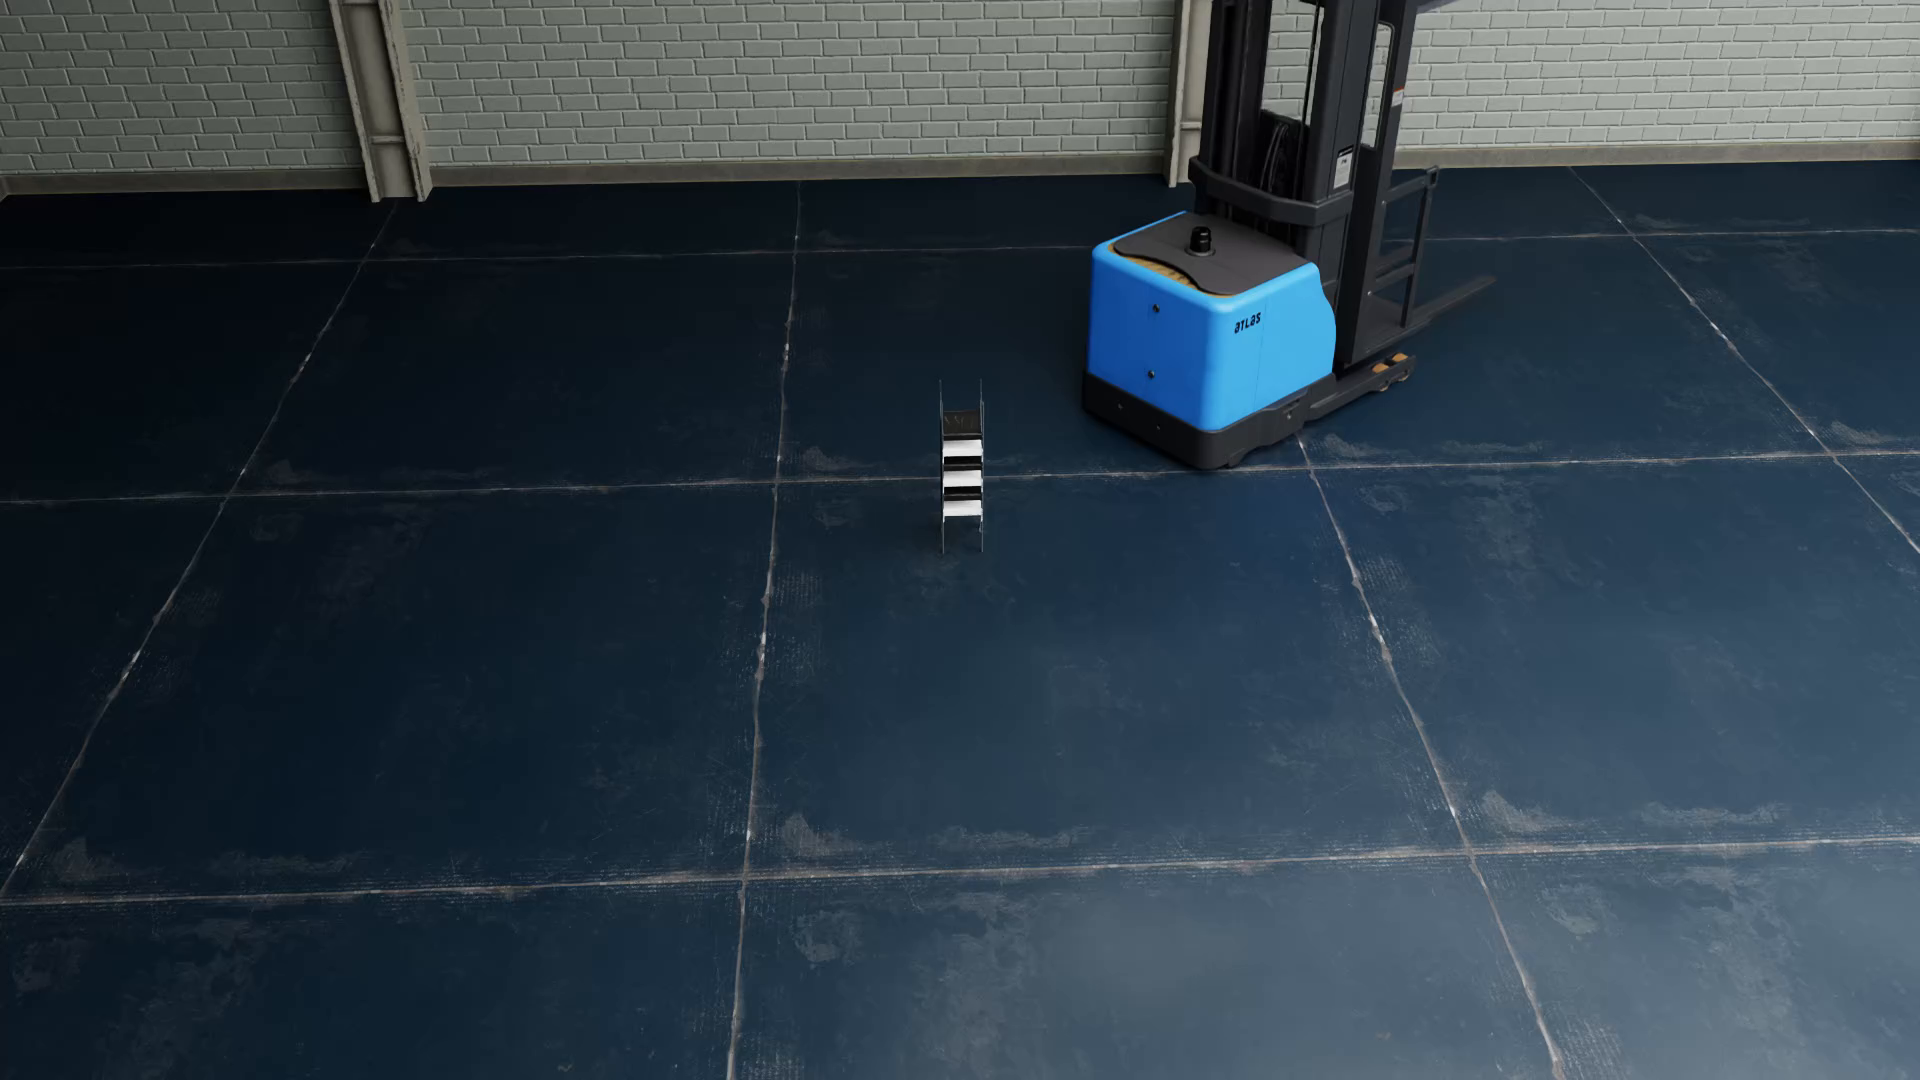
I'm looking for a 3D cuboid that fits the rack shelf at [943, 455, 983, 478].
[{"bbox_3d":[0.008,-0.417,8.498,0.200,0.077,0.258,-2,35,-2],"label":"rack shelf"}]

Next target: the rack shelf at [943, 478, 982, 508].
[{"bbox_3d":[0.008,-0.269,8.601,0.200,0.077,0.258,-2,35,-2],"label":"rack shelf"}]

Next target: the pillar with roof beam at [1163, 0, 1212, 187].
[{"bbox_3d":[1.983,-4.035,6.709,0.400,9.000,9.100,-2,35,-2],"label":"pillar with roof beam"}]

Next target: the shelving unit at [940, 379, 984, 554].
[{"bbox_3d":[0.008,-0.370,8.530,0.210,0.900,0.258,-2,35,-2],"label":"shelving unit"}]

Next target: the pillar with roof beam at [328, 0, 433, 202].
[{"bbox_3d":[-4.010,-3.873,6.475,0.400,9.000,9.100,-2,35,-2],"label":"pillar with roof beam"}]

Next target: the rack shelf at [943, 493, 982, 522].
[{"bbox_3d":[0.008,-0.195,8.652,0.200,0.077,0.258,-2,35,-2],"label":"rack shelf"}]

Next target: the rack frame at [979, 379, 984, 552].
[{"bbox_3d":[0.110,-0.373,8.534,0.006,0.900,0.240,-2,35,-2],"label":"rack frame"}]

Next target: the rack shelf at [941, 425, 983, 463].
[{"bbox_3d":[0.008,-0.491,8.447,0.200,0.077,0.258,-2,35,-2],"label":"rack shelf"}]

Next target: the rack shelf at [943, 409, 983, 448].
[{"bbox_3d":[0.008,-0.565,8.396,0.200,0.077,0.258,-2,35,-2],"label":"rack shelf"}]

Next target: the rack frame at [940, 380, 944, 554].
[{"bbox_3d":[-0.093,-0.367,8.526,0.006,0.900,0.240,-2,35,-2],"label":"rack frame"}]

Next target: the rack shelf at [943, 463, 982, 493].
[{"bbox_3d":[0.008,-0.343,8.549,0.200,0.077,0.258,-2,35,-2],"label":"rack shelf"}]

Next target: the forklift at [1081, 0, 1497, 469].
[{"bbox_3d":[2.155,-2.307,9.544,3.031,2.935,1.130,-27,43,-33],"label":"forklift"}]
